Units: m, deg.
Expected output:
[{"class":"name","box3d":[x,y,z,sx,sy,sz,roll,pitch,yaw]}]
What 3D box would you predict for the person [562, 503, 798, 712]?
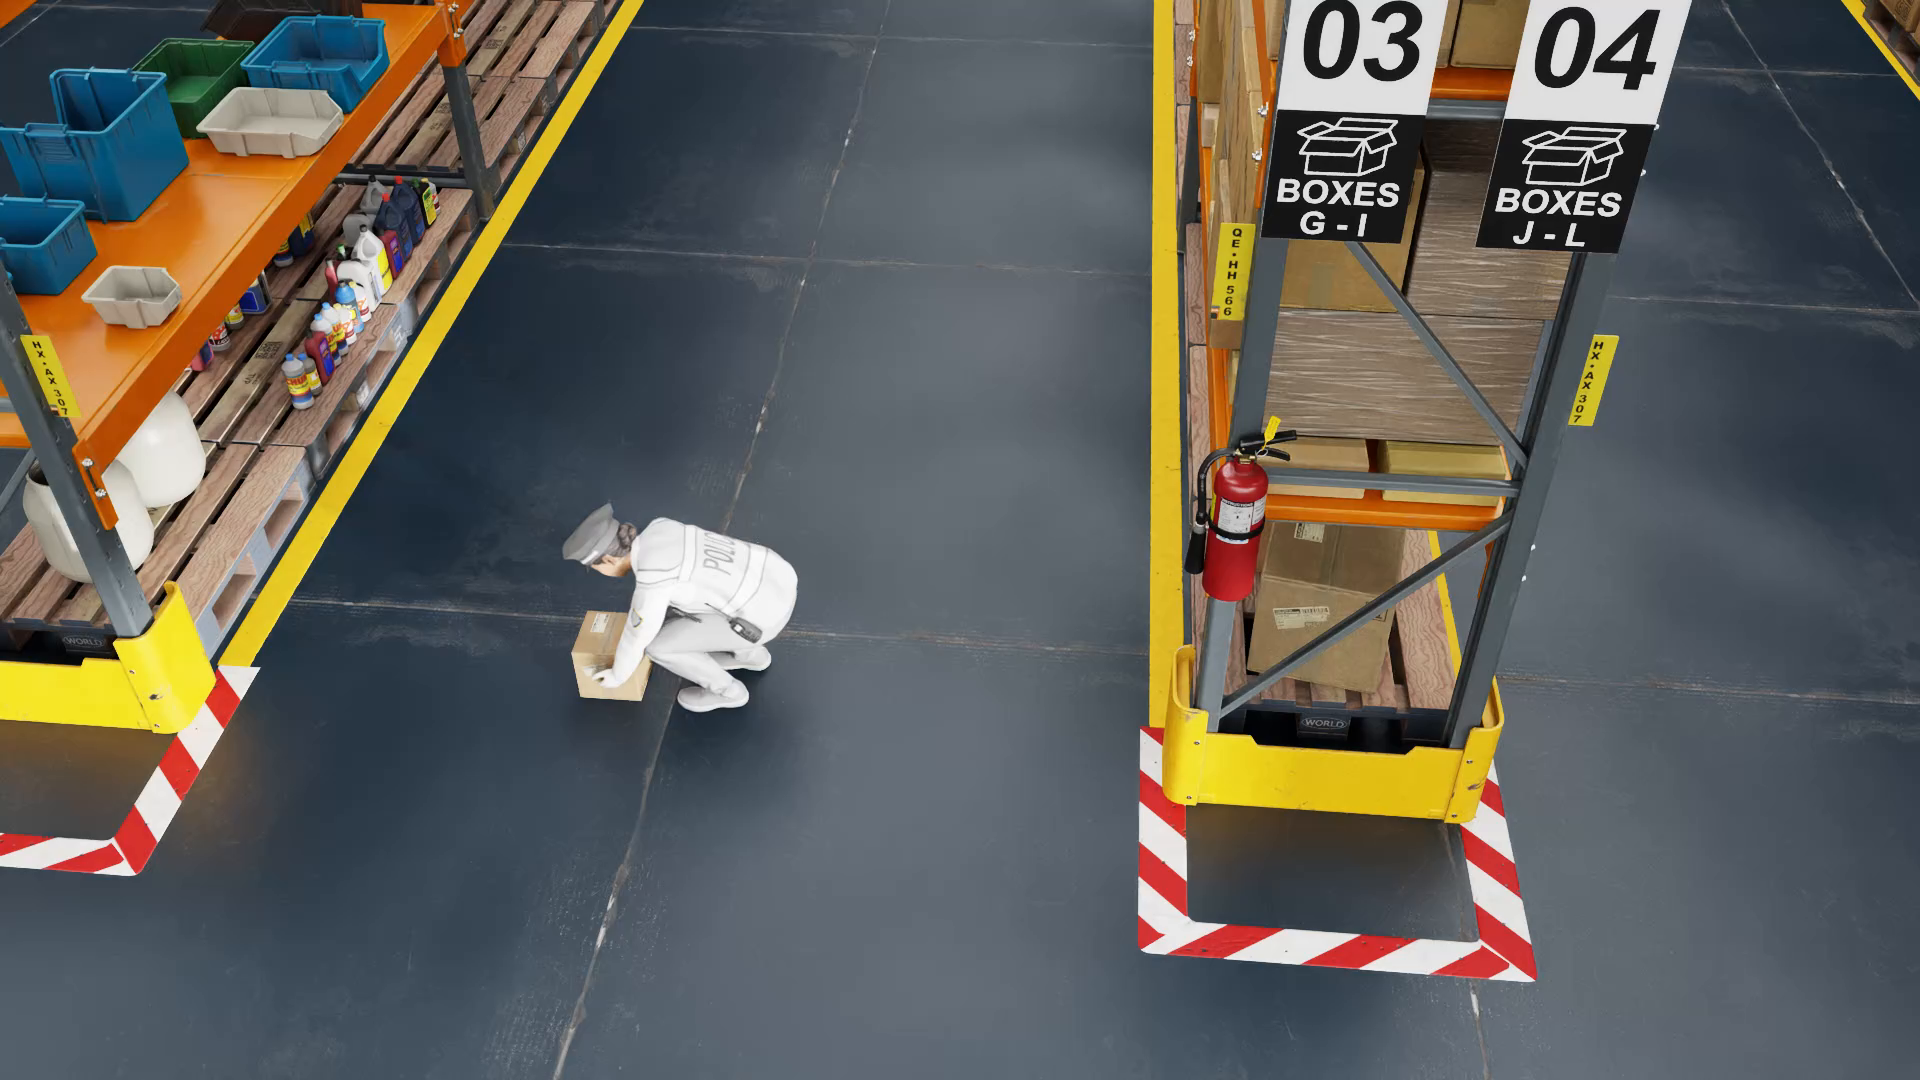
[{"class":"person","box3d":[-1.066,0.245,6.454,0.853,0.914,0.490,3,40,4]}]
